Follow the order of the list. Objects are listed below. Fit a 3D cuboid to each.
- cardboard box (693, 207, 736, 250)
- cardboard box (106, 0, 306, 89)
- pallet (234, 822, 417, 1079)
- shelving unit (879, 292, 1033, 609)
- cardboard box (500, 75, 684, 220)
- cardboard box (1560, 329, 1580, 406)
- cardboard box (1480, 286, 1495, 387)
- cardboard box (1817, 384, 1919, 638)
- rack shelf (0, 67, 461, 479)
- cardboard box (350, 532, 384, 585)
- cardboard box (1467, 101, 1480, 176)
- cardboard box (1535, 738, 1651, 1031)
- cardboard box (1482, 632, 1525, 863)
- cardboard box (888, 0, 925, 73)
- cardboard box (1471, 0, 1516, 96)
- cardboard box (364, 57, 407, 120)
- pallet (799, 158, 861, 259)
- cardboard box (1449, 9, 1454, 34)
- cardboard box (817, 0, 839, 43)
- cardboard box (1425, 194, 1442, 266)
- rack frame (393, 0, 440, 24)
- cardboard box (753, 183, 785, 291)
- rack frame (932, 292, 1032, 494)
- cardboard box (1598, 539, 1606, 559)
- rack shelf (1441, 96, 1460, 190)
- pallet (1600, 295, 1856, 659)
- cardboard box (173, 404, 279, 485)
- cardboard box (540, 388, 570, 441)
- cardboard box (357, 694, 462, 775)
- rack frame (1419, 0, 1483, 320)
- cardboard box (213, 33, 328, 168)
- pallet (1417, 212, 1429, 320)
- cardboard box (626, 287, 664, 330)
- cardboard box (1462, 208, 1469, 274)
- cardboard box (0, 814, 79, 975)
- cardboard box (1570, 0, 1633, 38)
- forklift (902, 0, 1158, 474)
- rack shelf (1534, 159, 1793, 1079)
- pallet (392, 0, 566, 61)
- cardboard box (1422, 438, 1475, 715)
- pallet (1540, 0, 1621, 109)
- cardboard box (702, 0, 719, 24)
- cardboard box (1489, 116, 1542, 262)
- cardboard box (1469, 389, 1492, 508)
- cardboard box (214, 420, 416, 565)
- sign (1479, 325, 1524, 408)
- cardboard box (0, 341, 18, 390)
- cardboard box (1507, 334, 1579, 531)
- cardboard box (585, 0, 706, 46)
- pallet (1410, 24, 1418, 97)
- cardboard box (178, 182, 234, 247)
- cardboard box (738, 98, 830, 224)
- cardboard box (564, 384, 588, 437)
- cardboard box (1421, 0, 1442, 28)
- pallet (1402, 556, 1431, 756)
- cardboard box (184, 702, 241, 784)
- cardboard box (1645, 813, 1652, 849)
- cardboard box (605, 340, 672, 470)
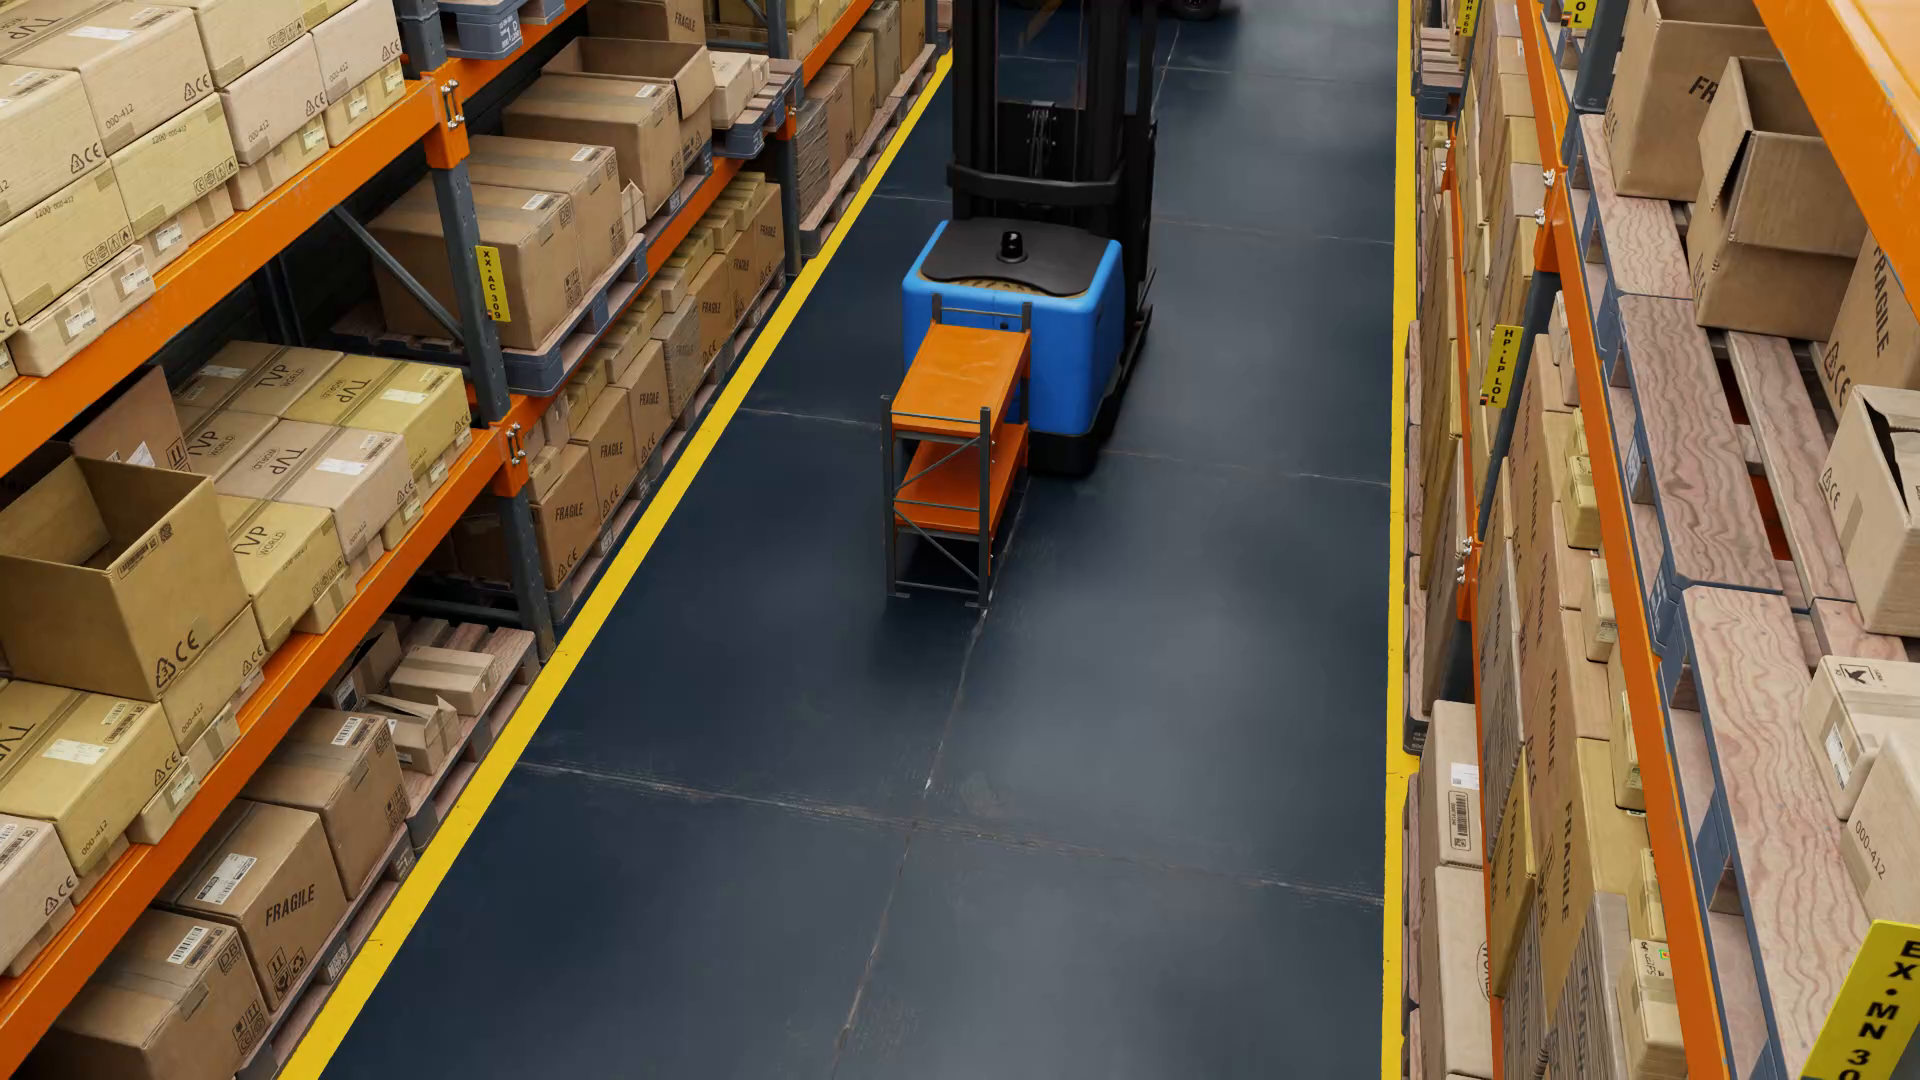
[{"bbox_3d":[-1.529,-1.827,9.704,0.380,0.149,0.250,6,36,8],"label":"cardboard box"},{"bbox_3d":[-2.370,-1.599,5.062,0.500,0.250,0.500,7,36,9],"label":"cardboard box"},{"bbox_3d":[-2.804,1.491,6.284,1.003,0.211,1.213,7,37,10],"label":"pallet"},{"bbox_3d":[-0.001,-0.452,8.185,0.538,1.125,1.048,7,37,10],"label":"shelving unit"},{"bbox_3d":[-1.798,-1.940,8.198,0.700,0.500,0.500,7,37,10],"label":"cardboard box"},{"bbox_3d":[2.092,-0.524,5.197,0.380,0.149,0.250,8,37,11],"label":"cardboard box"},{"bbox_3d":[2.408,-0.826,6.805,0.500,0.250,0.500,8,37,11],"label":"cardboard box"},{"bbox_3d":[1.966,-0.061,3.125,0.500,0.311,0.500,8,37,11],"label":"cardboard box"},{"bbox_3d":[-2.825,-0.510,4.725,1.077,0.370,4.000,7,37,10],"label":"rack shelf"},{"bbox_3d":[-2.368,0.034,6.132,0.380,0.149,0.250,8,37,11],"label":"cardboard box"},{"bbox_3d":[2.846,-1.993,8.415,0.500,0.250,0.500,8,37,11],"label":"cardboard box"},{"bbox_3d":[1.660,0.842,3.866,0.500,0.500,0.500,7,37,10],"label":"cardboard box"},{"bbox_3d":[1.872,0.655,4.976,0.500,0.500,0.500,8,37,10],"label":"cardboard box"},{"bbox_3d":[-0.789,-4.228,13.463,0.875,0.625,0.625,9,37,12],"label":"cardboard box"},{"bbox_3d":[2.962,-2.600,8.614,0.500,0.500,0.500,6,36,8],"label":"cardboard box"},{"bbox_3d":[-2.186,-1.603,5.834,0.380,0.149,0.250,7,37,10],"label":"cardboard box"},{"bbox_3d":[-1.329,-2.365,11.603,1.003,0.211,1.213,7,37,10],"label":"pallet"},{"bbox_3d":[3.205,-3.149,10.165,0.380,0.149,0.250,6,36,8],"label":"cardboard box"},{"bbox_3d":[-1.098,-3.477,10.890,0.500,0.250,0.500,7,36,9],"label":"cardboard box"},{"bbox_3d":[3.437,-1.835,10.378,0.950,0.372,0.625,5,36,7],"label":"cardboard box"},{"bbox_3d":[-2.398,-3.163,5.216,1.000,3.000,0.127,7,37,10],"label":"rack frame"},{"bbox_3d":[-1.424,-1.915,10.379,0.500,0.500,0.500,8,37,11],"label":"cardboard box"},{"bbox_3d":[0.107,-0.743,8.587,0.500,1.125,0.032,7,37,10],"label":"rack frame"},{"bbox_3d":[1.907,0.066,4.384,0.380,0.149,0.250,7,37,10],"label":"cardboard box"},{"bbox_3d":[3.734,-3.262,11.078,1.077,0.370,4.000,7,37,10],"label":"rack shelf"},{"bbox_3d":[2.004,-0.127,3.659,1.003,0.211,1.213,7,37,10],"label":"pallet"},{"bbox_3d":[-2.868,-0.255,6.190,0.500,0.250,0.500,7,37,10],"label":"cardboard box"},{"bbox_3d":[-2.053,-0.602,7.760,0.380,0.149,0.250,6,36,8],"label":"cardboard box"},{"bbox_3d":[-2.306,0.764,6.881,0.396,0.266,0.258,9,37,12],"label":"cardboard box"},{"bbox_3d":[3.307,-2.407,9.285,1.000,3.000,0.127,7,37,10],"label":"rack frame"},{"bbox_3d":[-2.357,-1.401,5.215,0.500,0.250,0.500,6,36,8],"label":"cardboard box"},{"bbox_3d":[3.475,-1.725,10.721,1.003,0.211,1.213,7,37,10],"label":"pallet"},{"bbox_3d":[-1.814,-1.241,8.896,0.380,0.149,0.250,7,37,10],"label":"cardboard box"},{"bbox_3d":[2.746,-1.500,8.162,0.500,0.250,0.500,8,37,12],"label":"cardboard box"},{"bbox_3d":[-2.785,0.985,4.480,0.500,0.250,0.500,8,37,10],"label":"cardboard box"},{"bbox_3d":[2.435,-1.994,5.877,0.500,0.311,0.500,7,37,10],"label":"cardboard box"},{"bbox_3d":[0.562,-2.406,9.342,1.130,2.935,3.031,9,37,12],"label":"forklift"},{"bbox_3d":[2.025,0.110,3.870,1.077,0.370,4.000,7,37,10],"label":"rack shelf"},{"bbox_3d":[-2.190,-2.237,6.655,1.213,0.211,1.003,7,37,10],"label":"pallet"},{"bbox_3d":[2.506,0.211,7.125,0.875,0.875,0.875,8,37,11],"label":"cardboard box"},{"bbox_3d":[2.600,-1.782,6.030,0.805,0.209,1.217,6,36,8],"label":"pallet"},{"bbox_3d":[-1.719,-3.461,10.441,0.500,0.250,0.500,8,37,11],"label":"cardboard box"},{"bbox_3d":[2.533,-1.432,7.003,0.500,0.500,0.500,8,37,11],"label":"cardboard box"},{"bbox_3d":[2.302,-0.342,6.563,0.500,0.250,0.500,6,36,9],"label":"cardboard box"},{"bbox_3d":[-2.361,-0.182,6.089,0.500,0.250,0.500,7,37,10],"label":"cardboard box"},{"bbox_3d":[1.920,-0.613,5.890,0.100,0.325,0.005,7,37,10],"label":"sign"},{"bbox_3d":[-2.660,-0.436,4.223,0.380,0.149,0.250,7,37,9],"label":"cardboard box"},{"bbox_3d":[2.114,-0.316,5.463,0.500,0.500,0.500,8,37,10],"label":"cardboard box"},{"bbox_3d":[-1.806,-2.962,9.608,0.500,0.500,0.500,9,37,12],"label":"cardboard box"},{"bbox_3d":[4.270,-3.960,13.804,1.003,0.211,1.213,7,37,10],"label":"pallet"},{"bbox_3d":[-2.450,-1.021,5.030,0.380,0.149,0.250,9,37,12],"label":"cardboard box"},{"bbox_3d":[-1.397,-2.591,11.205,0.875,0.625,0.625,8,37,11],"label":"cardboard box"},{"bbox_3d":[-2.034,-0.643,8.071,0.380,0.149,0.250,6,36,8],"label":"cardboard box"},{"bbox_3d":[4.025,-4.433,13.427,0.500,0.500,0.500,7,36,9],"label":"cardboard box"},{"bbox_3d":[2.543,0.564,7.562,1.003,0.211,1.213,7,37,10],"label":"pallet"},{"bbox_3d":[-2.554,0.621,5.321,0.380,0.149,0.250,8,37,11],"label":"cardboard box"},{"bbox_3d":[1.702,0.654,3.572,0.380,0.149,0.250,7,37,10],"label":"cardboard box"},{"bbox_3d":[-1.860,-0.733,8.747,0.500,0.500,0.500,6,36,9],"label":"cardboard box"}]
